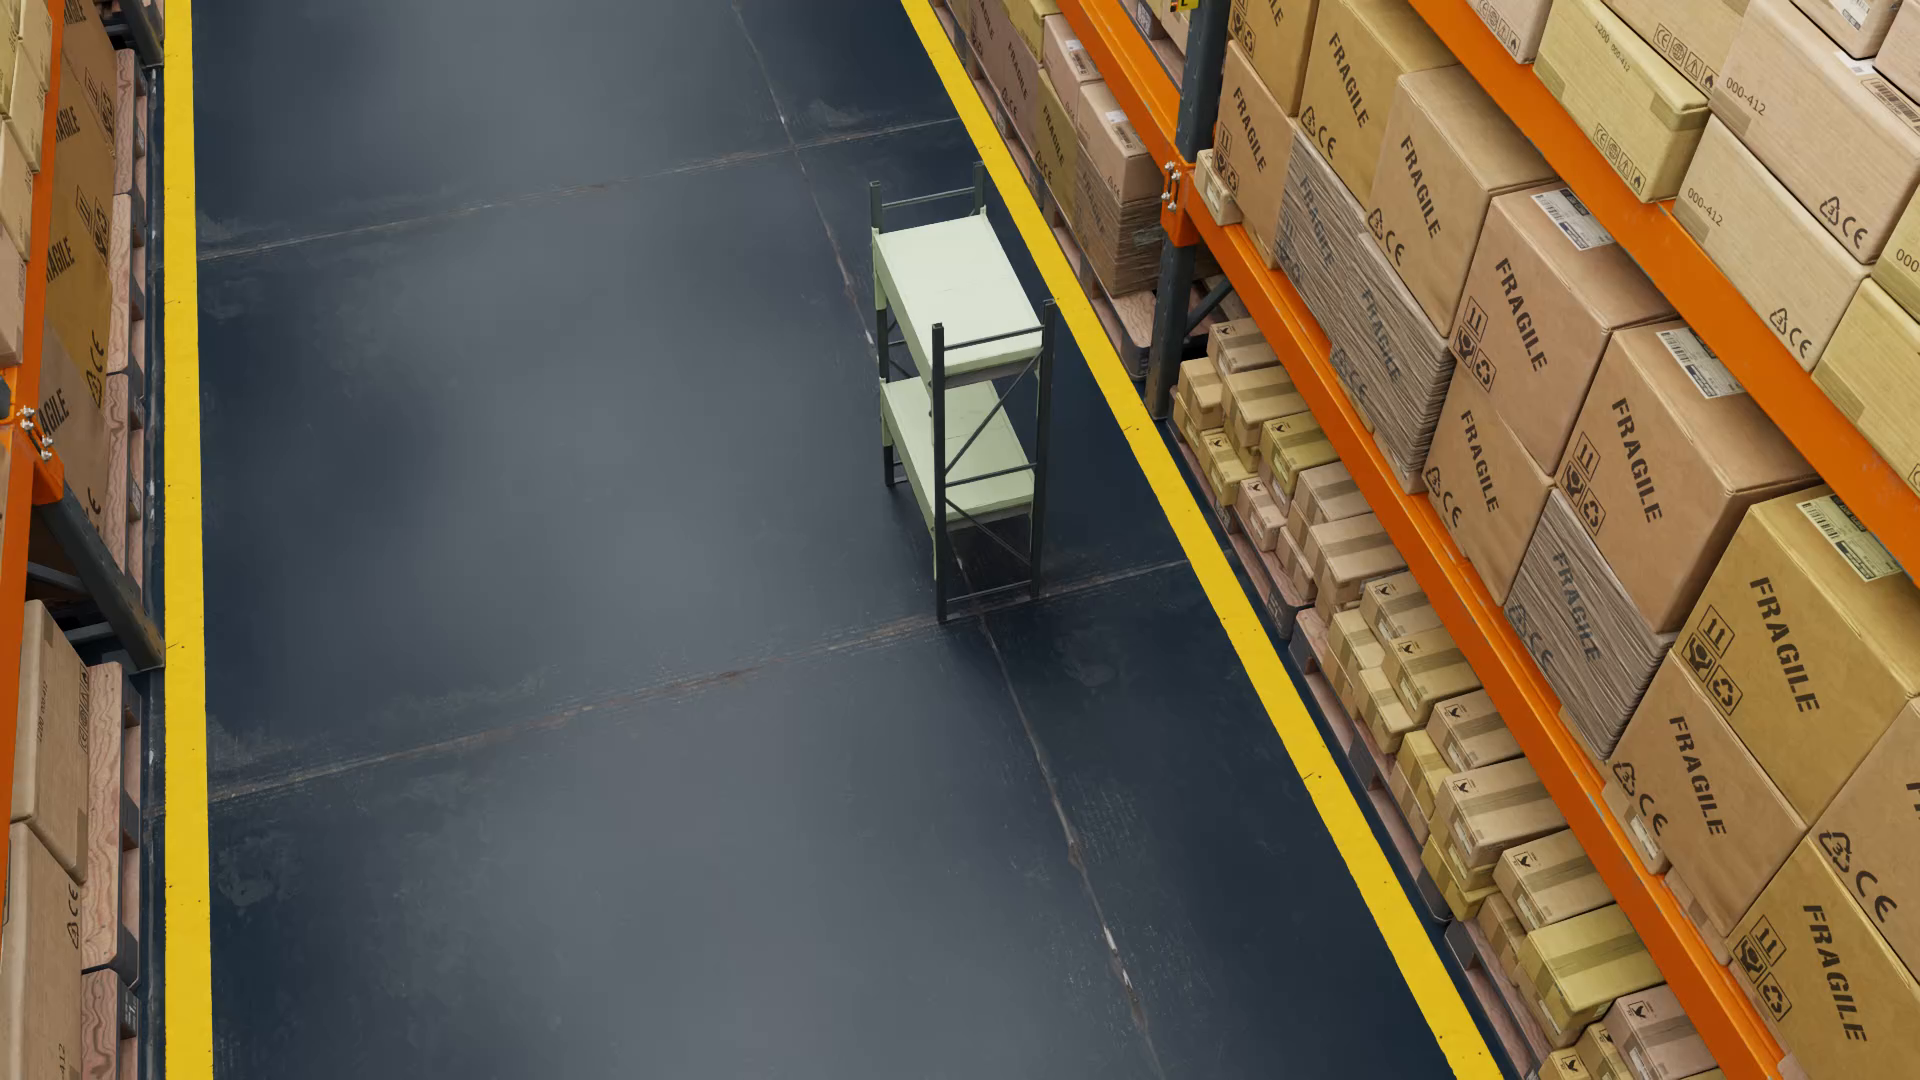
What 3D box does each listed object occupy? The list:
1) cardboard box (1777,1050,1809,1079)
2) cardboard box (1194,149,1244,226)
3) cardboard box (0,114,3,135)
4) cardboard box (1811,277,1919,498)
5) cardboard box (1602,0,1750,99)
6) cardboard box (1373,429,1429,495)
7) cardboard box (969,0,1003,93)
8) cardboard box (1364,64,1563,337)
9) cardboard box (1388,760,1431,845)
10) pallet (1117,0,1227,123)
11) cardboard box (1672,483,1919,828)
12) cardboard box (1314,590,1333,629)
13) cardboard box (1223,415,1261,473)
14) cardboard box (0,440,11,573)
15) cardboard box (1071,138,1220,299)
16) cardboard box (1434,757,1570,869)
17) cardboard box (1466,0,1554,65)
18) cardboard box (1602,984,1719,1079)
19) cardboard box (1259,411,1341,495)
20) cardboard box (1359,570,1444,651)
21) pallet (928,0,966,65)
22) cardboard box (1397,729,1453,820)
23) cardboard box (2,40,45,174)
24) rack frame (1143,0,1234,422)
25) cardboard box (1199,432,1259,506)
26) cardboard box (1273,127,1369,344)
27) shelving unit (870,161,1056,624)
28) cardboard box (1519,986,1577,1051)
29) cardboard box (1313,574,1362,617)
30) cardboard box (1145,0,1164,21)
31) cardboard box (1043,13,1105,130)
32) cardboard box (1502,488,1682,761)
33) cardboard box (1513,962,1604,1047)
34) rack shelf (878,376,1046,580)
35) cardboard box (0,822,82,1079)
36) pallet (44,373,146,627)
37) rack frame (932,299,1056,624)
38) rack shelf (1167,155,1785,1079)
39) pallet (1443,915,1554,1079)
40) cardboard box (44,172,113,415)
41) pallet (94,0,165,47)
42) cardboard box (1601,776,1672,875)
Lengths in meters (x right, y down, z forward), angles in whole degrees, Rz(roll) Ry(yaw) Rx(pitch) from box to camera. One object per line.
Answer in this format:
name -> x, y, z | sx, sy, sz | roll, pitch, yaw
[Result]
cardboard box -> 2.087, 1.210, 3.722 | 0.380, 0.149, 0.250 | -13, 51, -11
cardboard box -> 1.042, -1.256, 5.801 | 0.380, 0.149, 0.250 | -12, 51, -10
cardboard box -> -3.470, -1.297, 5.443 | 0.500, 0.250, 0.500 | -13, 51, -10
cardboard box -> 1.908, -0.258, 2.932 | 0.500, 0.250, 0.500 | -13, 51, -11
cardboard box -> 1.635, -1.174, 3.377 | 0.500, 0.250, 0.500 | -15, 52, -13
cardboard box -> 1.478, -0.305, 4.999 | 0.380, 0.149, 0.250 | -11, 51, -9
cardboard box -> 0.361, -2.555, 8.092 | 0.500, 0.500, 0.500 | -14, 51, -12
cardboard box -> 1.459, -0.934, 4.451 | 0.500, 0.500, 0.500 | -13, 51, -10
cardboard box -> 1.648, 0.819, 5.478 | 0.380, 0.149, 0.250 | -12, 51, -10
pallet -> 1.184, -2.147, 6.513 | 1.003, 0.211, 1.213 | -13, 51, -11
cardboard box -> 1.931, 0.205, 3.491 | 0.500, 0.500, 0.500 | -15, 51, -12
cardboard box -> 1.509, 0.231, 5.973 | 0.380, 0.149, 0.250 | -15, 52, -13
cardboard box -> 1.233, -0.429, 6.335 | 0.380, 0.149, 0.250 | -13, 51, -11
cardboard box -> -3.047, -0.176, 4.661 | 0.500, 0.500, 0.500 | -13, 51, -11
cardboard box -> 0.811, -1.431, 7.145 | 0.500, 0.500, 0.500 | -14, 51, -12
cardboard box -> 1.689, 0.822, 5.086 | 0.380, 0.149, 0.250 | -12, 51, -10
cardboard box -> 1.448, -1.390, 3.886 | 0.500, 0.250, 0.500 | -11, 51, -9
cardboard box -> 2.035, 1.369, 4.624 | 0.380, 0.149, 0.250 | -12, 51, -10
cardboard box -> 1.321, -0.340, 6.065 | 0.380, 0.149, 0.250 | -14, 51, -11
cardboard box -> 1.577, 0.230, 5.584 | 0.380, 0.149, 0.250 | -15, 52, -12
pallet -> 0.317, -3.070, 8.989 | 1.003, 0.211, 1.213 | -13, 51, -11
cardboard box -> 1.646, 0.724, 5.363 | 0.380, 0.149, 0.250 | -11, 51, -9
cardboard box -> -3.597, -1.513, 5.952 | 0.500, 0.250, 0.500 | -14, 51, -11
rack frame -> 1.271, -1.618, 5.942 | 1.000, 3.000, 0.127 | -13, 51, -11
cardboard box -> 1.150, -0.302, 6.422 | 0.380, 0.149, 0.250 | -12, 51, -10
cardboard box -> 1.330, -0.968, 5.134 | 0.500, 0.500, 0.500 | -13, 51, -11
shelving unit -> -0.002, -0.488, 5.970 | 0.431, 1.500, 0.755 | -13, 51, -11
cardboard box -> 1.930, 1.372, 5.011 | 0.380, 0.149, 0.250 | -14, 51, -11
cardboard box -> 1.475, 0.145, 5.851 | 0.380, 0.149, 0.250 | -11, 51, -9
cardboard box -> 0.887, -2.107, 6.244 | 0.380, 0.149, 0.250 | -13, 51, -11
cardboard box -> 0.670, -2.055, 7.180 | 0.500, 0.250, 0.500 | -11, 51, -9
cardboard box -> 1.768, 0.160, 4.183 | 0.500, 0.500, 0.500 | -13, 51, -11
cardboard box -> 1.869, 1.291, 4.885 | 0.380, 0.149, 0.250 | -15, 52, -12
rack shelf -> -0.002, -0.278, 6.220 | 0.431, 0.370, 0.720 | -13, 51, -11
cardboard box -> -3.080, 1.402, 4.797 | 0.875, 0.438, 0.875 | -15, 51, -12
pallet -> -3.728, -0.073, 6.463 | 1.003, 0.211, 1.213 | -13, 51, -11
rack frame -> 0.106, -0.221, 5.745 | 0.400, 1.500, 0.023 | -13, 51, -11
rack shelf -> 1.862, 0.075, 4.985 | 1.077, 0.370, 4.000 | -13, 51, -11
pallet -> 2.225, 1.545, 5.099 | 1.003, 0.211, 1.213 | -13, 51, -11
cardboard box -> -3.962, -0.968, 6.509 | 0.875, 0.875, 0.875 | -12, 51, -10
pallet -> -4.841, -3.019, 8.946 | 1.003, 0.211, 1.213 | -13, 51, -11
cardboard box -> 1.863, 0.659, 4.186 | 0.380, 0.149, 0.250 | -12, 51, -10
